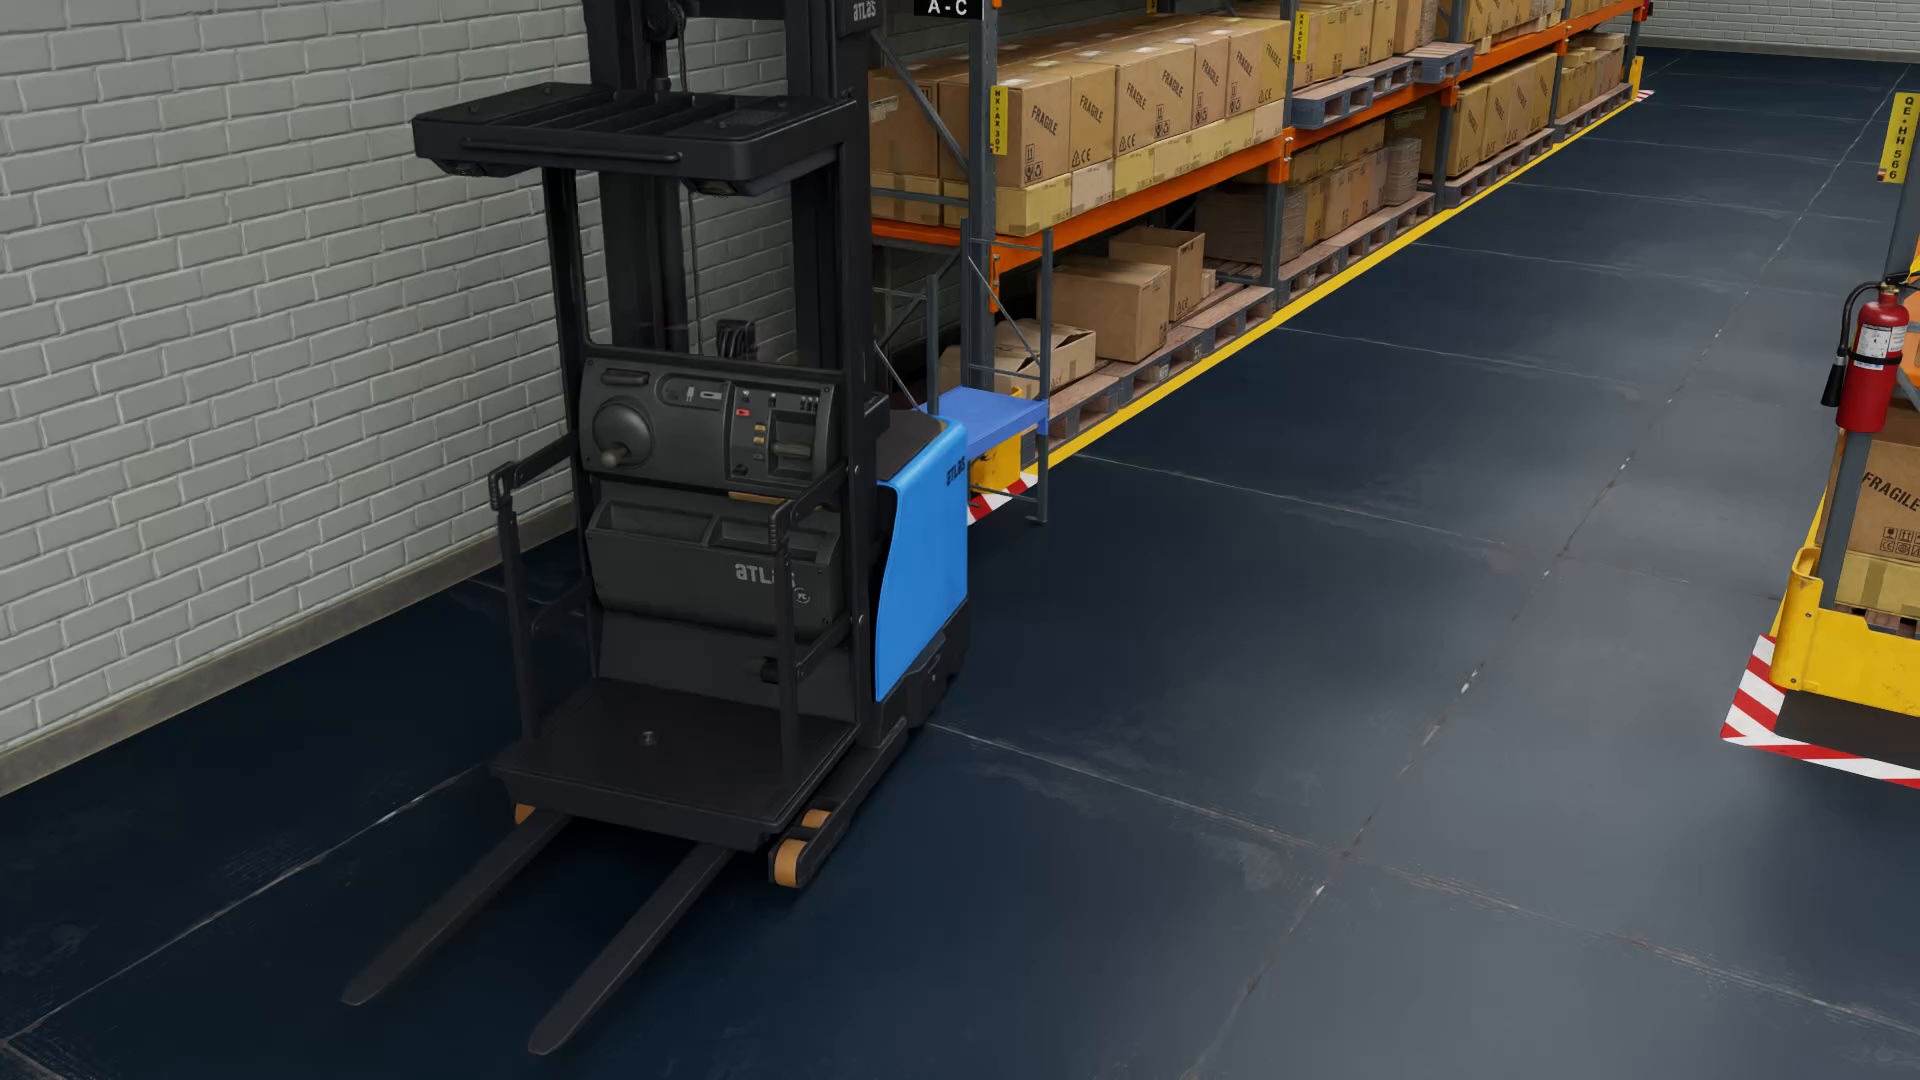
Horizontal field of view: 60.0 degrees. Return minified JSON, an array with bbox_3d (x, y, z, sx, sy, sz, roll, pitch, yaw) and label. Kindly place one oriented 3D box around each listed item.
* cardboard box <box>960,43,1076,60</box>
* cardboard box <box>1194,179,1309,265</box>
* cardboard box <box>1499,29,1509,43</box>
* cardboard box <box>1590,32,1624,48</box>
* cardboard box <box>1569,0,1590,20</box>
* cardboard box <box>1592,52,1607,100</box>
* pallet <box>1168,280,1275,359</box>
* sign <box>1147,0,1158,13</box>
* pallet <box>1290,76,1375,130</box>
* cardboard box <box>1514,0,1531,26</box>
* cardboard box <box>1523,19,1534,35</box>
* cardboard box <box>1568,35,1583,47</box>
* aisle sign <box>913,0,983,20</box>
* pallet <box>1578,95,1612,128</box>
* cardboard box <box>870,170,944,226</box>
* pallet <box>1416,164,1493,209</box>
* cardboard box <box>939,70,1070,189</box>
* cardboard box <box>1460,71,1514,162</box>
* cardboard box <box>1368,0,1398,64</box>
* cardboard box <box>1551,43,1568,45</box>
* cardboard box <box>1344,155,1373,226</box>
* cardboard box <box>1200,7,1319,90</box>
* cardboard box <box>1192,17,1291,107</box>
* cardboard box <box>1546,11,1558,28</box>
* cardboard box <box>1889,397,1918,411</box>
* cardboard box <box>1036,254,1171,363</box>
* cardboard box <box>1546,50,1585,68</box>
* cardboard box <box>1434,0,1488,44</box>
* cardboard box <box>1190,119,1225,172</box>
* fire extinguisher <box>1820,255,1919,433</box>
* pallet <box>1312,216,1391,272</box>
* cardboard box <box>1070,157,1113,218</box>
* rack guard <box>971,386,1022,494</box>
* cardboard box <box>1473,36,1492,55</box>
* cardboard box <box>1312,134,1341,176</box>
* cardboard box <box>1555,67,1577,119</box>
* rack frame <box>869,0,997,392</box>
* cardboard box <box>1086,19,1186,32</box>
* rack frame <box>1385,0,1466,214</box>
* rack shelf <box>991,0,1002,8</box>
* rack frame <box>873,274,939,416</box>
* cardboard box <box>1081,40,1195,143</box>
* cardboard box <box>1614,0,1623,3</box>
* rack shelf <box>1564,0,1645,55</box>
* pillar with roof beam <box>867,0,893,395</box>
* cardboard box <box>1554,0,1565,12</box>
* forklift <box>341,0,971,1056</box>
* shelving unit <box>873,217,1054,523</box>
[{"bbox_3d":[0.336,-2.595,9.689,0.500,0.500,0.500,13,27,28],"label":"cardboard box"},{"bbox_3d":[2.209,-2.421,12.659,0.700,0.500,0.500,15,28,31],"label":"cardboard box"},{"bbox_3d":[5.115,-4.941,16.178,0.380,0.149,0.250,14,27,29],"label":"cardboard box"},{"bbox_3d":[7.968,-6.169,20.525,0.380,0.149,0.250,14,27,28],"label":"cardboard box"},{"bbox_3d":[6.355,-6.131,18.260,0.980,0.700,0.700,14,27,30],"label":"cardboard box"},{"bbox_3d":[7.352,-5.614,20.060,0.700,0.500,0.500,13,27,27],"label":"cardboard box"},{"bbox_3d":[1.511,-1.600,11.681,1.003,0.211,1.213,14,27,29],"label":"pallet"},{"bbox_3d":[1.362,-3.760,11.704,0.100,0.325,0.005,14,27,29],"label":"sign"},{"bbox_3d":[2.362,-3.253,12.231,1.003,0.211,1.213,14,27,29],"label":"pallet"},{"bbox_3d":[5.234,-5.285,16.158,0.500,0.500,0.500,15,27,30],"label":"cardboard box"},{"bbox_3d":[5.554,-5.196,16.769,0.380,0.149,0.250,14,27,29],"label":"cardboard box"},{"bbox_3d":[7.378,-6.079,20.318,0.380,0.149,0.250,14,27,29],"label":"cardboard box"},{"bbox_3d":[-0.058,-2.870,7.831,0.394,0.787,0.004,14,27,29],"label":"aisle sign"},{"bbox_3d":[7.165,-5.188,19.969,1.003,0.211,1.213,14,27,29],"label":"pallet"},{"bbox_3d":[-0.193,-1.903,9.033,0.500,0.250,0.500,14,27,30],"label":"cardboard box"},{"bbox_3d":[4.425,-3.435,15.918,1.003,0.211,1.213,14,27,29],"label":"pallet"},{"bbox_3d":[0.232,-2.147,8.653,0.500,0.500,0.500,14,27,29],"label":"cardboard box"},{"bbox_3d":[4.912,-4.185,16.320,0.750,0.750,0.750,14,27,29],"label":"cardboard box"},{"bbox_3d":[3.067,-4.126,13.326,0.700,0.500,0.500,14,27,29],"label":"cardboard box"},{"bbox_3d":[6.976,-5.821,19.721,0.380,0.149,0.250,13,27,28],"label":"cardboard box"},{"bbox_3d":[3.001,-2.942,13.862,0.700,0.500,0.500,14,27,29],"label":"cardboard box"},{"bbox_3d":[2.132,-3.526,11.941,0.700,0.500,0.500,14,27,29],"label":"cardboard box"},{"bbox_3d":[1.848,-3.174,11.026,0.500,0.500,0.500,14,27,29],"label":"cardboard box"},{"bbox_3d":[6.004,-5.444,17.342,0.380,0.149,0.250,14,27,30],"label":"cardboard box"},{"bbox_3d":[4.481,-0.586,7.817,0.500,0.500,0.500,14,27,29],"label":"cardboard box"},{"bbox_3d":[0.897,-1.463,10.446,0.700,0.500,0.500,12,26,26],"label":"cardboard box"},{"bbox_3d":[6.872,-5.466,18.901,0.380,0.149,0.250,15,28,31],"label":"cardboard box"},{"bbox_3d":[4.419,-4.766,14.958,0.500,0.500,0.500,15,27,30],"label":"cardboard box"},{"bbox_3d":[1.321,-2.492,10.393,0.500,0.250,0.500,14,27,29],"label":"cardboard box"},{"bbox_3d":[3.479,-0.749,6.302,0.296,0.674,0.183,14,27,29],"label":"fire extinguisher"},{"bbox_3d":[2.887,-2.511,13.784,1.003,0.211,1.213,14,27,29],"label":"pallet"},{"bbox_3d":[0.514,-1.981,9.213,0.500,0.250,0.500,13,27,27],"label":"cardboard box"},{"bbox_3d":[-0.235,-0.643,9.105,1.175,0.500,0.348,14,27,29],"label":"rack guard"},{"bbox_3d":[4.668,-4.576,15.335,0.380,0.149,0.250,15,27,31],"label":"cardboard box"},{"bbox_3d":[2.710,-3.091,13.262,0.500,0.250,0.500,13,27,27],"label":"cardboard box"},{"bbox_3d":[6.537,-5.091,18.851,0.700,0.500,0.500,14,27,30],"label":"cardboard box"},{"bbox_3d":[-0.275,-1.764,8.549,1.000,3.000,0.127,14,27,29],"label":"rack frame"},{"bbox_3d":[1.134,-3.110,10.878,0.500,0.500,0.500,14,27,29],"label":"cardboard box"},{"bbox_3d":[3.945,-4.464,14.786,1.000,3.000,0.127,14,27,29],"label":"rack frame"},{"bbox_3d":[0.780,-3.485,9.655,1.077,0.370,4.000,14,27,29],"label":"rack shelf"},{"bbox_3d":[-0.313,-0.488,7.489,0.500,1.500,0.032,14,27,29],"label":"rack frame"},{"bbox_3d":[1.042,-2.661,9.841,0.500,0.500,0.500,15,27,31],"label":"cardboard box"},{"bbox_3d":[7.530,-6.880,19.989,0.980,0.700,0.700,14,27,29],"label":"cardboard box"},{"bbox_3d":[7.110,-6.159,19.607,1.077,0.370,4.000,14,27,29],"label":"rack shelf"},{"bbox_3d":[3.017,-4.032,6.238,9.100,9.000,0.400,14,27,29],"label":"pillar with roof beam"},{"bbox_3d":[6.026,-5.797,17.340,0.500,0.500,0.500,13,27,28],"label":"cardboard box"},{"bbox_3d":[-0.927,-0.363,5.400,1.130,2.935,3.031,8,25,18],"label":"forklift"},{"bbox_3d":[-0.045,-0.660,7.885,0.538,1.500,1.048,14,27,29],"label":"shelving unit"}]
